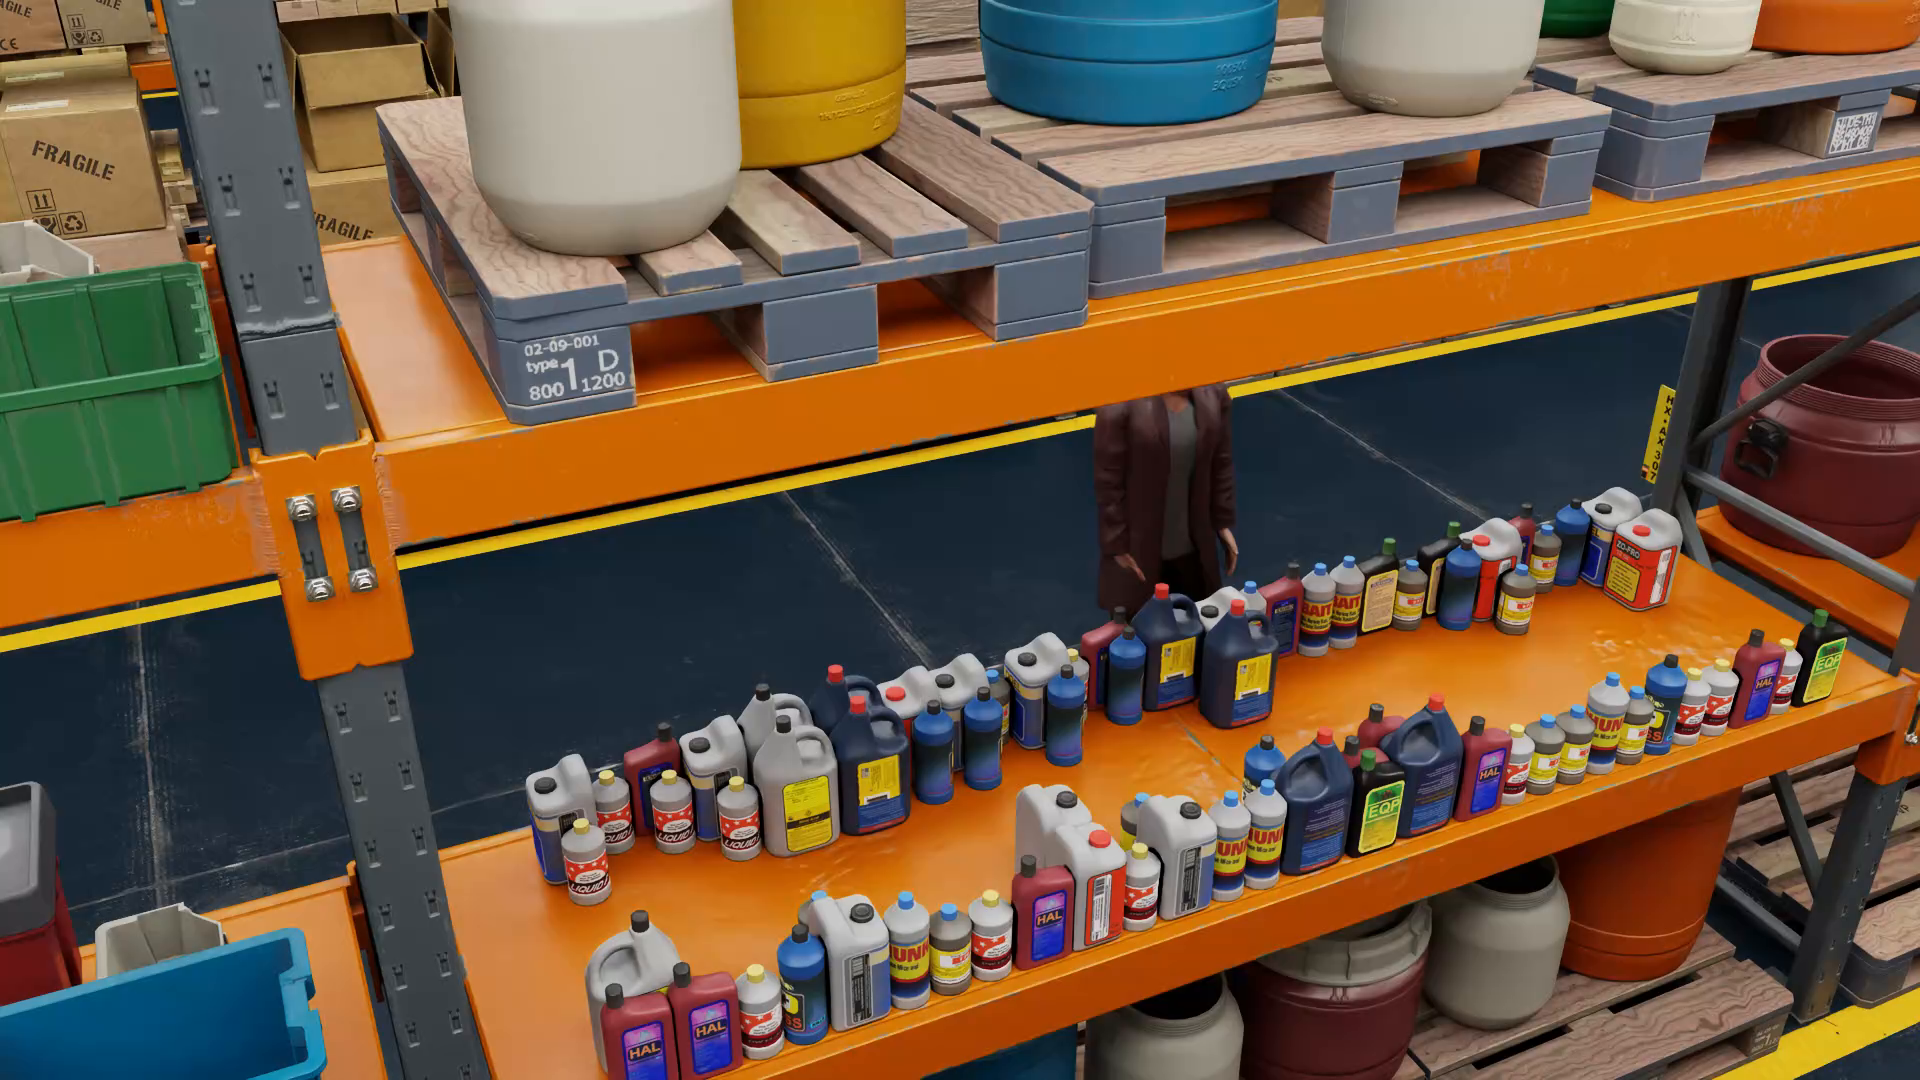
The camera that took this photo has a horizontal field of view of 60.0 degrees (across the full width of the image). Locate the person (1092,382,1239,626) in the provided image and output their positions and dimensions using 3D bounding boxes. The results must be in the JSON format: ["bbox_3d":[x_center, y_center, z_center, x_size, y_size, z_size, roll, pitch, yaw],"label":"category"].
[{"bbox_3d":[0.758,0.010,6.151,0.572,1.761,0.382,-12,31,-21],"label":"person"}]
